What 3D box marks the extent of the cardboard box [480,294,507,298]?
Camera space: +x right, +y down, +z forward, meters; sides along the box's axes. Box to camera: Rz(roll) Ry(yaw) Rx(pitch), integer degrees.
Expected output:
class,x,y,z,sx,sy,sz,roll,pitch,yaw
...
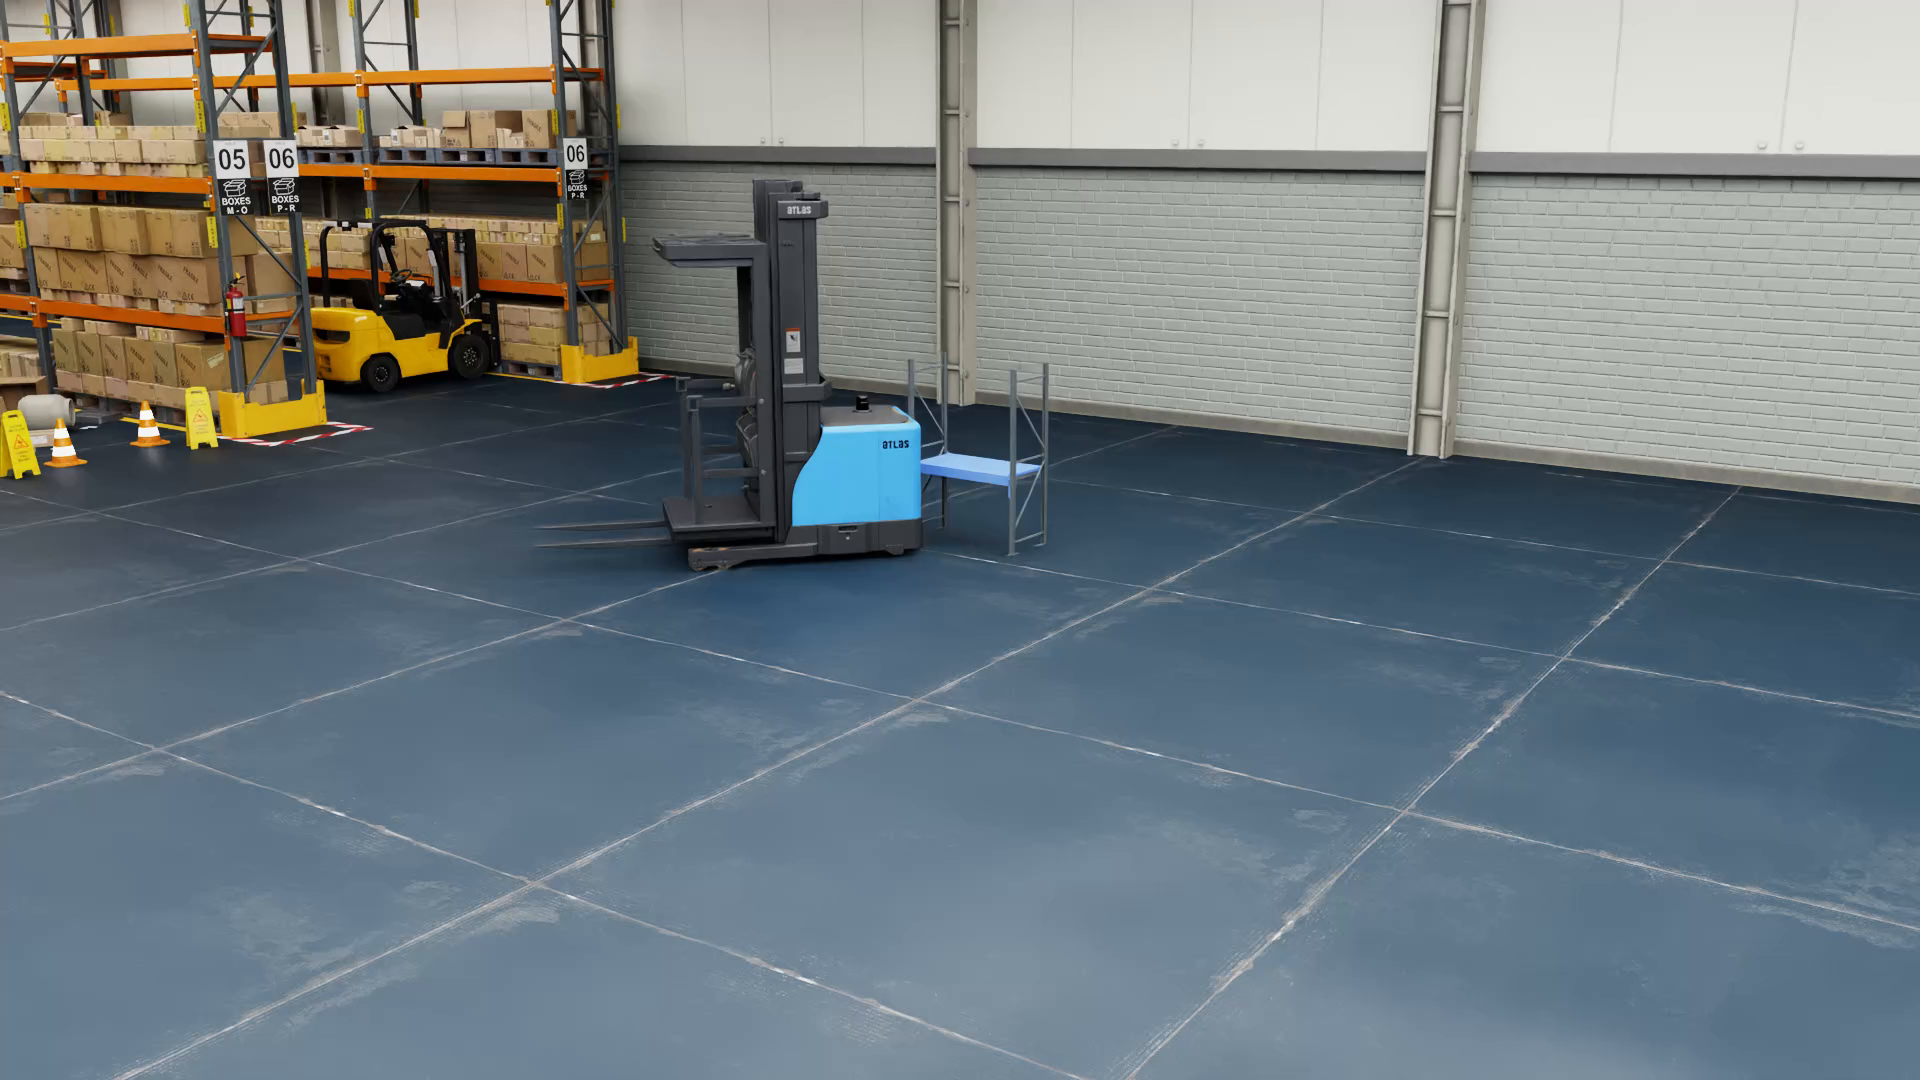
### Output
class,x,y,z,sx,sy,sz,roll,pitch,yaw
cardboard box,-6.907,-3.420,24.163,0.500,0.250,0.500,9,17,33

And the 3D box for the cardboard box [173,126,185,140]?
class,x,y,z,sx,sy,sz,roll,pitch,yaw
cardboard box,-8.351,-4.451,18.184,0.250,0.149,0.380,10,17,34

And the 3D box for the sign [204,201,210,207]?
class,x,y,z,sx,sy,sz,roll,pitch,yaw
sign,-11.879,-5.179,26.256,0.005,0.325,0.100,9,17,33

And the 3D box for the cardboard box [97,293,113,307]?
class,x,y,z,sx,sy,sz,roll,pitch,yaw
cardboard box,-9.893,-2.836,19.562,0.250,0.149,0.380,9,17,33

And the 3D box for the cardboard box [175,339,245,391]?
class,x,y,z,sx,sy,sz,roll,pitch,yaw
cardboard box,-8.523,-1.990,18.908,0.500,0.500,0.500,9,17,33

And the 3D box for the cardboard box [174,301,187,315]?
class,x,y,z,sx,sy,sz,roll,pitch,yaw
cardboard box,-8.615,-2.638,18.759,0.250,0.149,0.380,9,16,32

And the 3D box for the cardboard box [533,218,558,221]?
class,x,y,z,sx,sy,sz,roll,pitch,yaw
cardboard box,-5.727,-4.398,23.169,0.250,0.149,0.380,9,17,33

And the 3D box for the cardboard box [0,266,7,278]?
class,x,y,z,sx,sy,sz,roll,pitch,yaw
cardboard box,-11.822,-3.373,20.854,0.250,0.149,0.380,9,16,31

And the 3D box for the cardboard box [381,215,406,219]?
class,x,y,z,sx,sy,sz,roll,pitch,yaw
cardboard box,-8.166,-4.634,24.124,0.250,0.149,0.380,10,17,34

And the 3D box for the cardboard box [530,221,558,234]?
class,x,y,z,sx,sy,sz,roll,pitch,yaw
cardboard box,-5.583,-4.232,22.501,0.250,0.149,0.380,9,17,33

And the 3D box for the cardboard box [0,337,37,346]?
class,x,y,z,sx,sy,sz,roll,pitch,yaw
cardboard box,-12.645,-2.425,21.971,0.625,0.372,0.950,10,17,35

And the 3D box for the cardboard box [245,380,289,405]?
class,x,y,z,sx,sy,sz,roll,pitch,yaw
cardboard box,-8.228,-1.734,19.434,0.500,0.250,0.500,9,17,32

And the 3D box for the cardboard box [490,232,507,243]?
class,x,y,z,sx,sy,sz,roll,pitch,yaw
cardboard box,-6.247,-4.183,22.921,0.250,0.149,0.380,9,16,31

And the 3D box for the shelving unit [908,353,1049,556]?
class,x,y,z,sx,sy,sz,roll,pitch,yaw
shelving unit,0.143,-0.718,13.604,1.048,1.500,0.538,10,17,35

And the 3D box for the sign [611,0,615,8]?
class,x,y,z,sx,sy,sz,roll,pitch,yaw
sign,-4.631,-7.244,22.086,0.005,0.325,0.100,9,17,33

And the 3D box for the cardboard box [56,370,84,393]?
class,x,y,z,sx,sy,sz,roll,pitch,yaw
cardboard box,-10.693,-1.974,20.404,0.500,0.250,0.500,8,16,30

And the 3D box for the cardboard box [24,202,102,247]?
class,x,y,z,sx,sy,sz,roll,pitch,yaw
cardboard box,-10.788,-3.814,20.080,0.500,0.500,0.700,9,17,32

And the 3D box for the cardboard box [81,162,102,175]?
class,x,y,z,sx,sy,sz,roll,pitch,yaw
cardboard box,-9.889,-4.291,19.195,0.250,0.149,0.380,9,16,32

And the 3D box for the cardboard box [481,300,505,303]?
class,x,y,z,sx,sy,sz,roll,pitch,yaw
cardboard box,-6.769,-3.248,23.470,0.500,0.250,0.500,9,16,32

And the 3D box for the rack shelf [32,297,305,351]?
class,x,y,z,sx,sy,sz,roll,pitch,yaw
rack shelf,-9.372,-2.621,19.664,4.000,0.370,1.077,9,17,33

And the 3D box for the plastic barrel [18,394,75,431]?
class,x,y,z,sx,sy,sz,roll,pitch,yaw
plastic barrel,-10.272,-1.426,18.703,0.512,0.421,0.421,-4,14,-16

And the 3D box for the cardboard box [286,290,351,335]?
class,x,y,z,sx,sy,sz,roll,pitch,yaw
cardboard box,-9.969,-3.553,26.002,0.625,0.625,0.875,8,16,31

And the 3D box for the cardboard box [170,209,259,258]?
class,x,y,z,sx,sy,sz,roll,pitch,yaw
cardboard box,-8.259,-3.405,18.427,0.500,0.500,0.700,9,16,31

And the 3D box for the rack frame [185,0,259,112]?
class,x,y,z,sx,sy,sz,roll,pitch,yaw
rack frame,-11.584,-7.677,26.107,0.127,3.000,1.000,9,17,33

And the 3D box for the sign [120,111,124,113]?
class,x,y,z,sx,sy,sz,roll,pitch,yaw
sign,-14.596,-7.310,28.974,0.005,0.325,0.100,9,17,33

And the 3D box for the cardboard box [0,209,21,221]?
class,x,y,z,sx,sy,sz,roll,pitch,yaw
cardboard box,-12.184,-4.208,21.530,0.250,0.149,0.380,10,17,36

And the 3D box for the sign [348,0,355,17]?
class,x,y,z,sx,sy,sz,roll,pitch,yaw
sign,-8.558,-7.522,23.375,0.005,0.325,0.100,9,17,33

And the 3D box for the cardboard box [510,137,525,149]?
class,x,y,z,sx,sy,sz,roll,pitch,yaw
cardboard box,-5.803,-5.329,22.306,0.250,0.149,0.380,9,16,31

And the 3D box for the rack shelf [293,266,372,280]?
class,x,y,z,sx,sy,sz,roll,pitch,yaw
rack shelf,-9.924,-4.147,25.831,4.000,0.370,1.077,9,17,33

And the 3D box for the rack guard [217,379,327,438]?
class,x,y,z,sx,sy,sz,roll,pitch,yaw
rack guard,-7.776,-1.498,18.836,0.348,0.500,1.175,9,17,33

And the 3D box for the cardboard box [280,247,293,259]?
class,x,y,z,sx,sy,sz,roll,pitch,yaw
cardboard box,-10.077,-4.378,25.577,0.500,0.250,0.500,10,17,35

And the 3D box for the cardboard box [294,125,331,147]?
class,x,y,z,sx,sy,sz,roll,pitch,yaw
cardboard box,-9.638,-6.045,24.861,0.500,0.311,0.500,9,16,31

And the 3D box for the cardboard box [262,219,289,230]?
class,x,y,z,sx,sy,sz,roll,pitch,yaw
cardboard box,-10.585,-4.901,25.823,0.250,0.149,0.380,9,17,33

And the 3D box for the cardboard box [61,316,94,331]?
class,x,y,z,sx,sy,sz,roll,pitch,yaw
cardboard box,-10.623,-2.624,20.120,0.250,0.149,0.380,9,17,34

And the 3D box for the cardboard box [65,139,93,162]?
class,x,y,z,sx,sy,sz,roll,pitch,yaw
cardboard box,-9.978,-4.515,19.270,0.500,0.250,0.500,9,17,33

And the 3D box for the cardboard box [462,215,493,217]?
class,x,y,z,sx,sy,sz,roll,pitch,yaw
cardboard box,-6.972,-4.619,24.062,0.250,0.149,0.380,9,16,32

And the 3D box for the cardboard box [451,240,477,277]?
class,x,y,z,sx,sy,sz,roll,pitch,yaw
cardboard box,-6.775,-3.959,23.367,0.500,0.500,0.500,9,17,33

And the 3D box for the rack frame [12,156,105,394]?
class,x,y,z,sx,sy,sz,roll,pitch,yaw
rack frame,-11.032,-3.238,20.661,0.127,3.000,1.000,9,17,33

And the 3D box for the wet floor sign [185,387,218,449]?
class,x,y,z,sx,sy,sz,roll,pitch,yaw
wet floor sign,-8.152,-1.320,17.812,0.267,0.644,0.232,-10,17,-35

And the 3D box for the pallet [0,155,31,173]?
class,x,y,z,sx,sy,sz,roll,pitch,yaw
pallet,-11.485,-4.707,20.744,1.003,0.211,1.213,9,17,33

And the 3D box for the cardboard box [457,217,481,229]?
class,x,y,z,sx,sy,sz,roll,pitch,yaw
cardboard box,-6.836,-4.447,23.369,0.250,0.149,0.380,9,17,33

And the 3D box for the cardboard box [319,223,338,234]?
class,x,y,z,sx,sy,sz,roll,pitch,yaw
cardboard box,-9.362,-4.676,24.913,0.250,0.149,0.380,9,16,31

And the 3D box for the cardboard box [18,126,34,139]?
class,x,y,z,sx,sy,sz,roll,pitch,yaw
cardboard box,-10.953,-4.852,19.802,0.250,0.149,0.380,9,16,32

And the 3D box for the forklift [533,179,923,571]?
class,x,y,z,sx,sy,sz,roll,pitch,yaw
forklift,-1.870,-1.324,13.073,3.031,2.935,1.130,-3,14,-14

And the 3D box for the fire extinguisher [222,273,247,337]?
class,x,y,z,sx,sy,sz,roll,pitch,yaw
fire extinguisher,-7.875,-2.557,18.070,0.183,0.674,0.296,9,17,33

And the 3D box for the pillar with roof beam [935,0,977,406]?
class,x,y,z,sx,sy,sz,roll,pitch,yaw
pillar with roof beam,-2.444,-5.214,16.159,0.400,9.000,9.100,9,17,33

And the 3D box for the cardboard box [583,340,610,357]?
class,x,y,z,sx,sy,sz,roll,pitch,yaw
cardboard box,-5.244,-2.666,23.198,0.500,0.250,0.500,9,17,33

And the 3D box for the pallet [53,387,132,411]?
class,x,y,z,sx,sy,sz,roll,pitch,yaw
pallet,-10.455,-1.801,20.661,1.213,0.211,1.003,9,17,33

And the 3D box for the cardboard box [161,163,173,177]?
class,x,y,z,sx,sy,sz,roll,pitch,yaw
cardboard box,-8.591,-4.097,18.412,0.250,0.149,0.380,10,17,34

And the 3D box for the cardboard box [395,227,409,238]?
class,x,y,z,sx,sy,sz,roll,pitch,yaw
cardboard box,-7.931,-4.462,24.048,0.250,0.149,0.380,10,17,34

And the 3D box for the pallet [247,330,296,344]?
class,x,y,z,sx,sy,sz,roll,pitch,yaw
pallet,-10.923,-3.293,26.686,1.213,0.211,1.003,9,17,33

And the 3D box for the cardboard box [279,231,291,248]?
class,x,y,z,sx,sy,sz,roll,pitch,yaw
cardboard box,-10.075,-4.622,25.522,0.500,0.250,0.500,9,17,34

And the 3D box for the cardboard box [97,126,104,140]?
class,x,y,z,sx,sy,sz,roll,pitch,yaw
cardboard box,-9.617,-4.660,19.026,0.250,0.149,0.380,10,17,34

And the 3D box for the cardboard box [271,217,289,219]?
class,x,y,z,sx,sy,sz,roll,pitch,yaw
cardboard box,-10.741,-5.065,26.484,0.250,0.149,0.380,9,17,33

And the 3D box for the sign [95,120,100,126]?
class,x,y,z,sx,sy,sz,roll,pitch,yaw
sign,-10.735,-5.054,20.680,0.005,0.325,0.100,9,17,33

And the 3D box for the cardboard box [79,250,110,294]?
class,x,y,z,sx,sy,sz,roll,pitch,yaw
cardboard box,-9.983,-3.184,19.615,0.500,0.500,0.500,9,17,32

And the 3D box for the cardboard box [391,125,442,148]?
class,x,y,z,sx,sy,sz,roll,pitch,yaw
cardboard box,-7.710,-5.733,23.602,0.500,0.311,0.500,10,17,34
